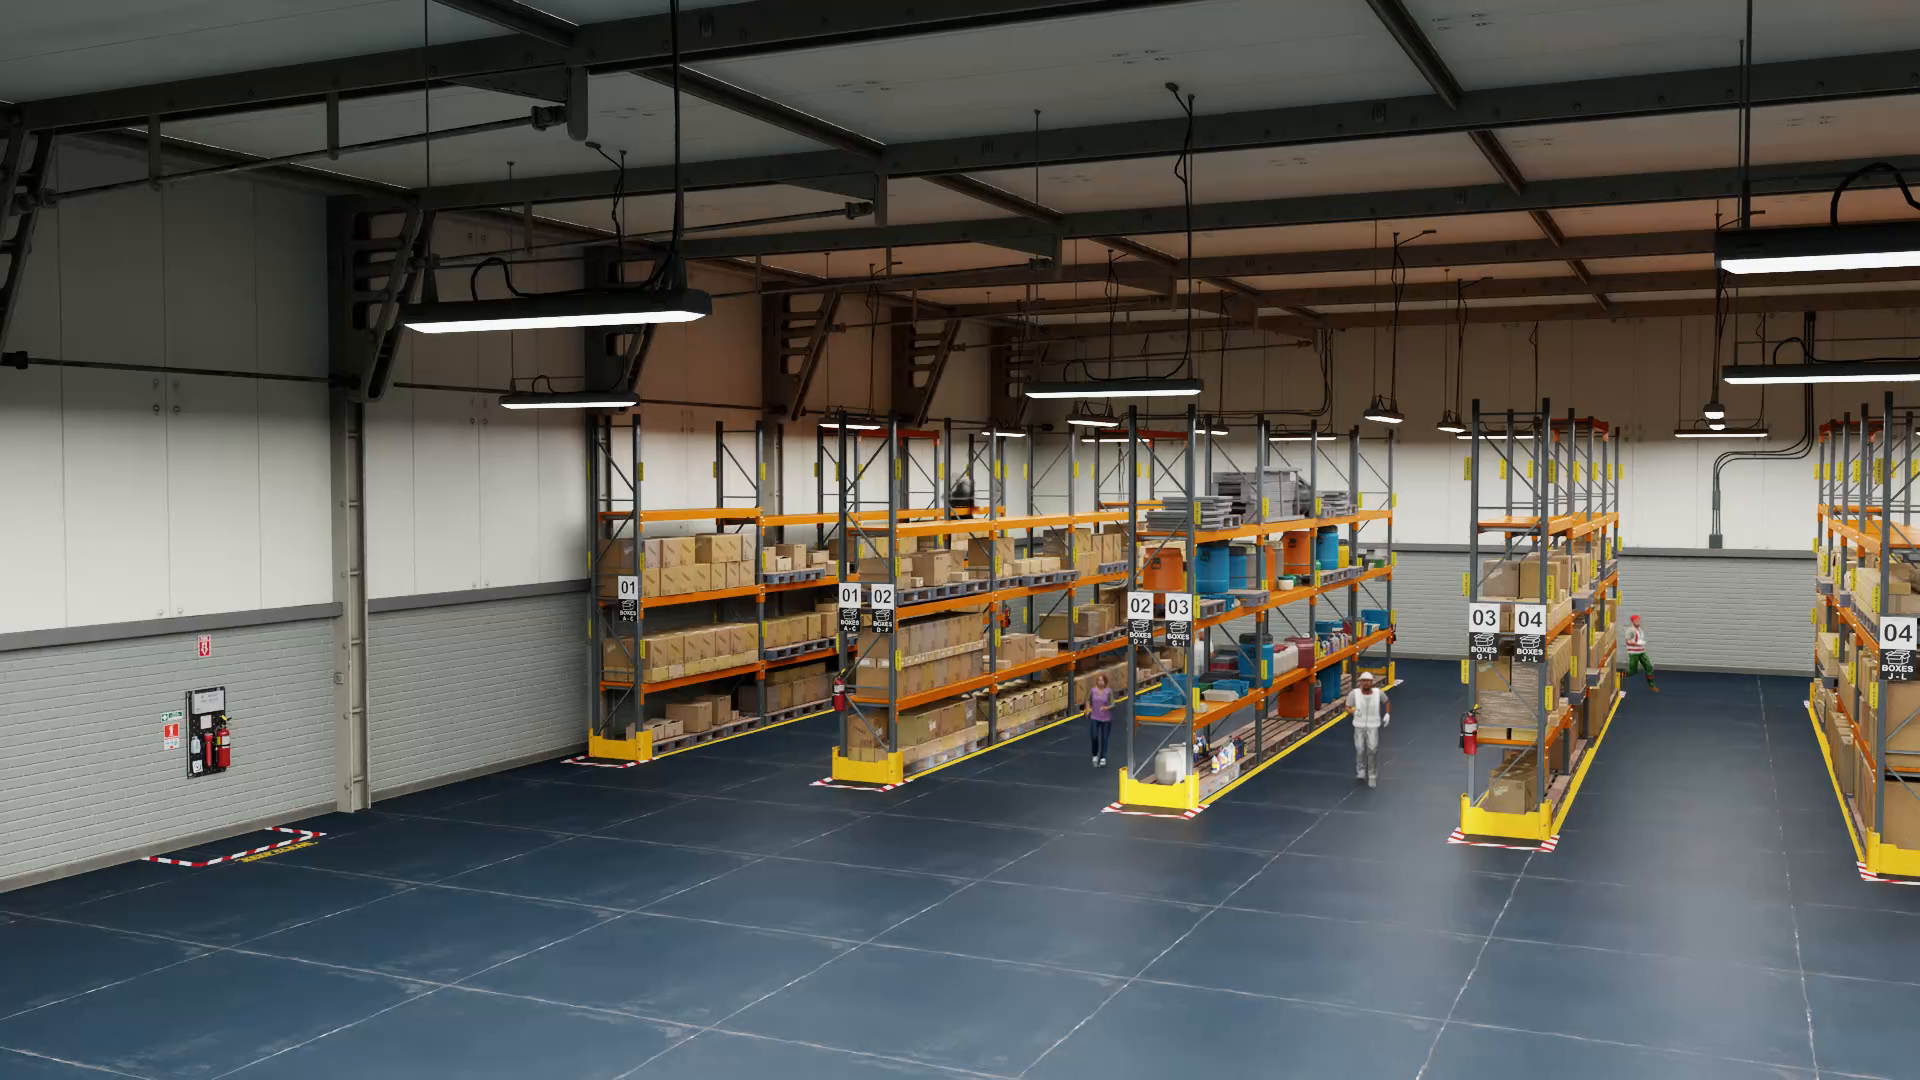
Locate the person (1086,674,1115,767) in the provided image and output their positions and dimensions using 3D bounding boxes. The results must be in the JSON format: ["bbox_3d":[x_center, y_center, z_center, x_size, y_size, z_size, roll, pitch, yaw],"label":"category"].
[{"bbox_3d":[2.358,3.044,28.035,0.514,1.574,0.645,0,2,9],"label":"person"}]

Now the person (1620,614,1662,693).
[{"bbox_3d":[15.360,2.570,37.793,0.681,1.768,0.977,-2,3,-35],"label":"person"}]

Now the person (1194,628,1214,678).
[{"bbox_3d":[5.173,2.700,35.784,0.585,1.632,0.629,0,2,10],"label":"person"}]

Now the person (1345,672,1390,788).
[{"bbox_3d":[6.501,3.034,26.569,0.696,1.867,0.766,1,2,15],"label":"person"}]
